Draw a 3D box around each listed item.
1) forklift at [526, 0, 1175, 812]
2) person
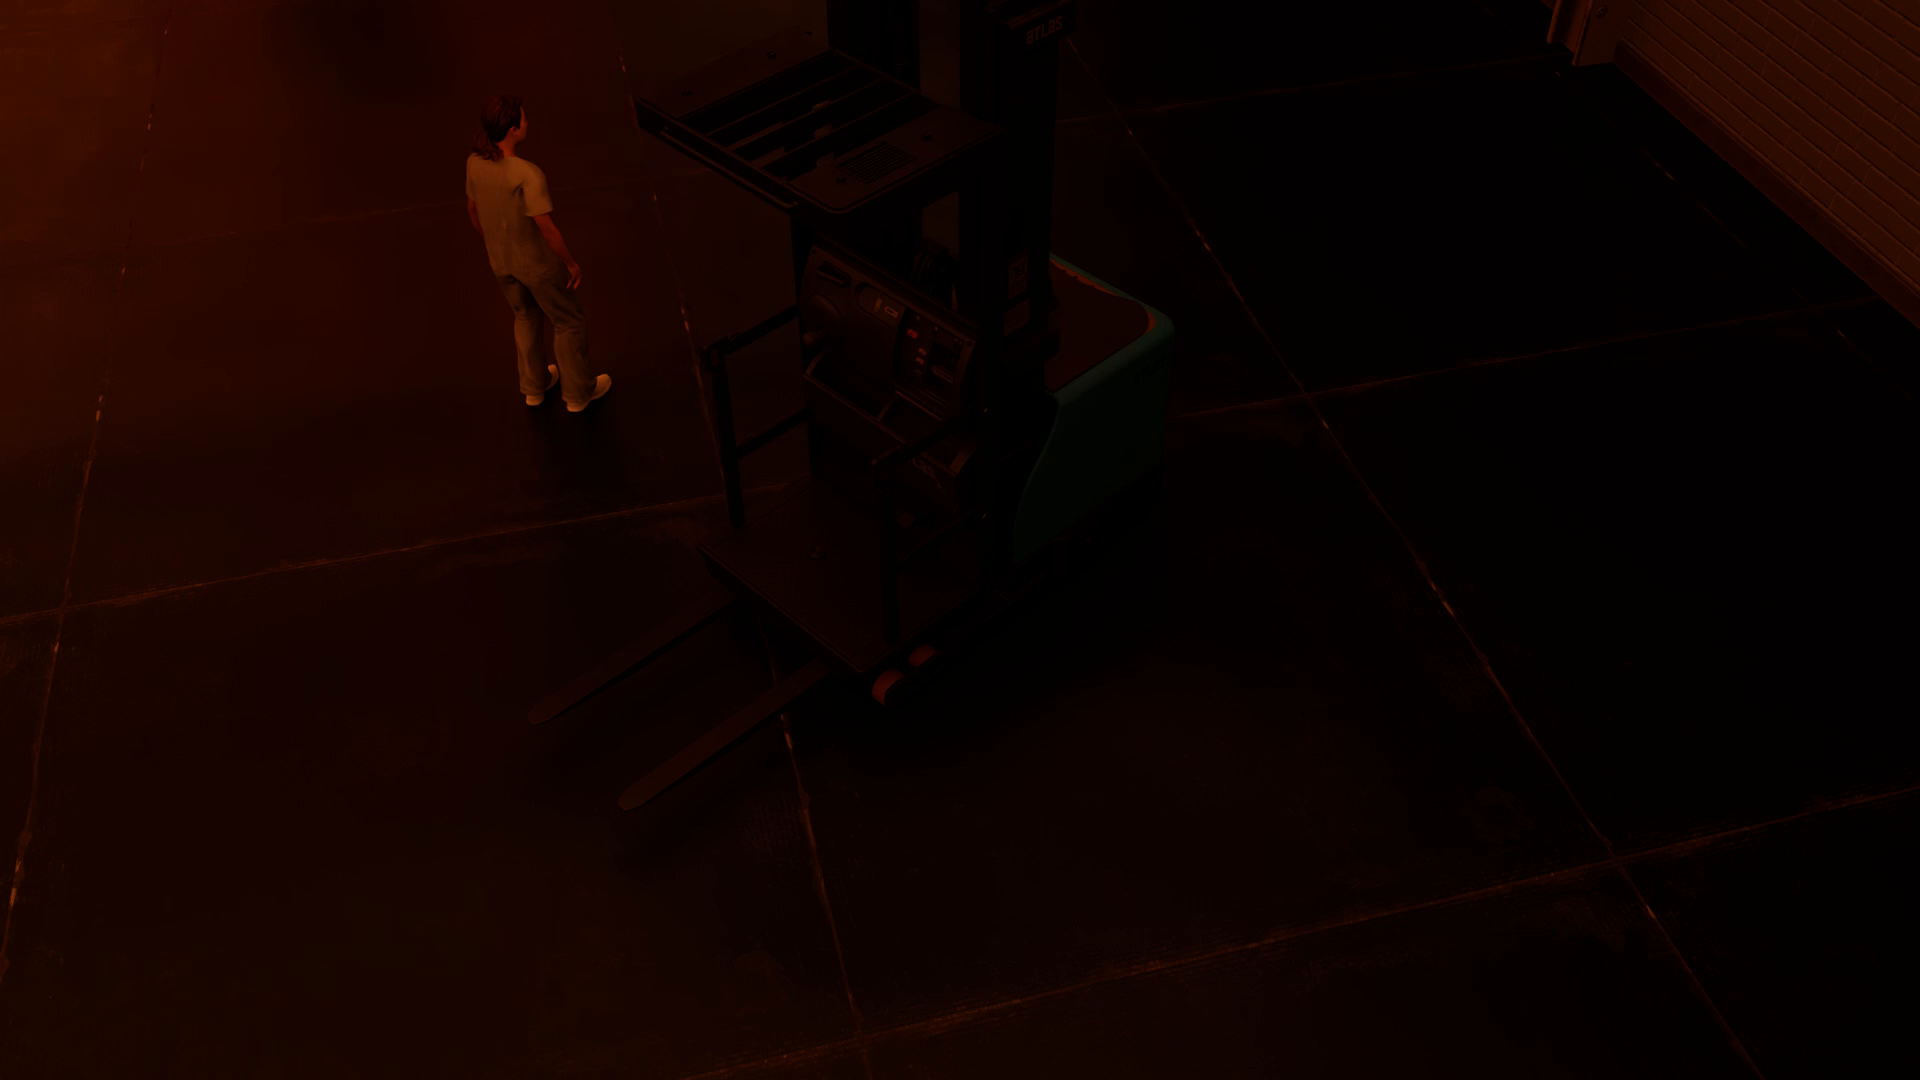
[{"bbox_3d":[-0.443,-0.761,6.451,3.031,2.935,1.130,-34,53,-31],"label":"forklift"},{"bbox_3d":[-2.058,-1.362,8.005,0.540,1.670,0.387,18,46,18],"label":"person"}]
